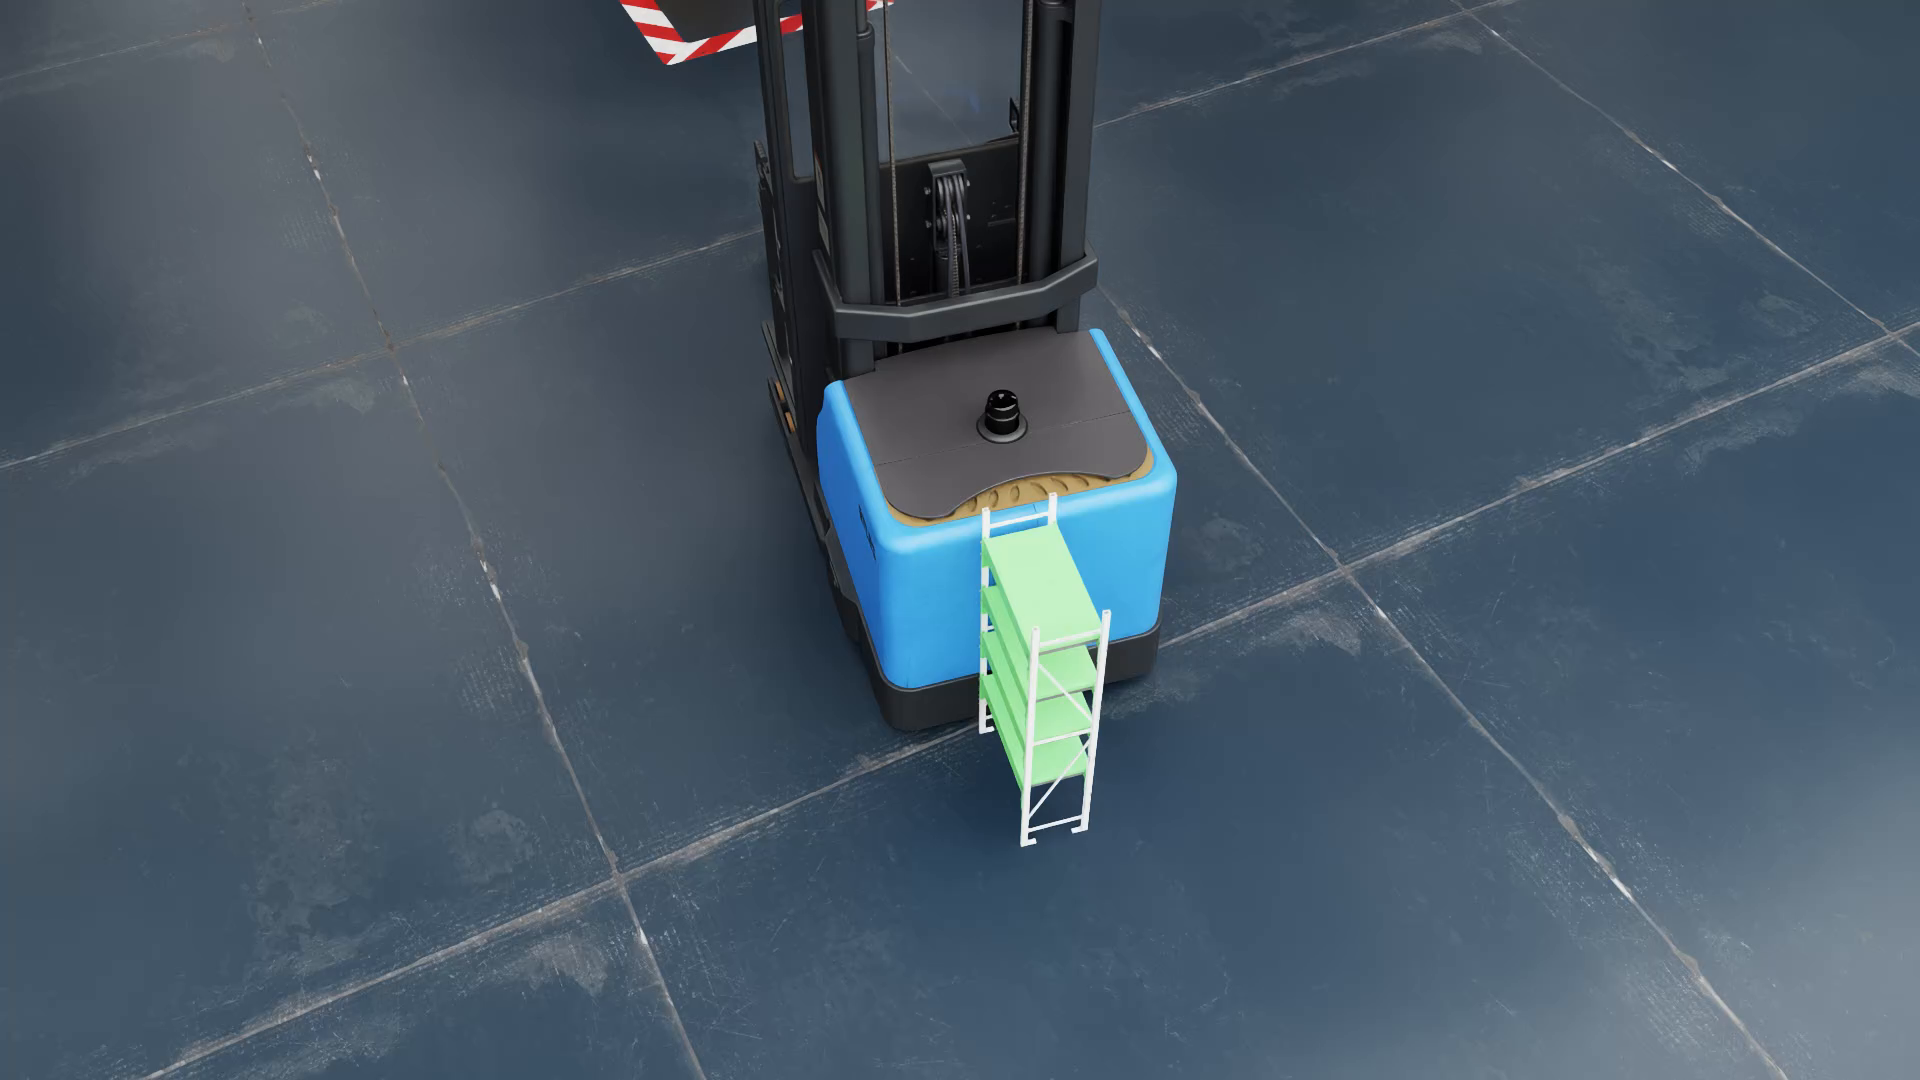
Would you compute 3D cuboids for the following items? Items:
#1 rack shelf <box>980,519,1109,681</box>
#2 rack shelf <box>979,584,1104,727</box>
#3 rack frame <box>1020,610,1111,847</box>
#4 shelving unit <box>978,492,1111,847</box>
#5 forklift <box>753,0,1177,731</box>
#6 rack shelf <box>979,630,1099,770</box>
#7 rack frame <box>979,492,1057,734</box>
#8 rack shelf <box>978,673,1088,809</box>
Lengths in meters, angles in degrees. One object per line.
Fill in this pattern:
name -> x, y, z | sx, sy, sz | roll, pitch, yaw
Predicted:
rack shelf -> 0.255, 0.179, 5.136 | 0.258, 0.148, 0.480 | -13, 50, -11
rack shelf -> 0.255, 0.337, 5.316 | 0.258, 0.148, 0.480 | -13, 50, -11
rack frame -> 0.324, 0.629, 5.295 | 0.240, 1.200, 0.015 | -13, 50, -11
shelving unit -> 0.255, 0.453, 5.449 | 0.258, 1.200, 0.503 | -13, 50, -11
forklift -> -0.180, -1.420, 5.937 | 1.130, 2.935, 3.031 | -13, 50, -11
rack shelf -> 0.255, 0.495, 5.497 | 0.258, 0.148, 0.480 | -13, 50, -11
rack frame -> 0.185, 0.277, 5.603 | 0.240, 1.200, 0.015 | -13, 50, -11
rack shelf -> 0.255, 0.653, 5.678 | 0.258, 0.148, 0.480 | -13, 50, -11
